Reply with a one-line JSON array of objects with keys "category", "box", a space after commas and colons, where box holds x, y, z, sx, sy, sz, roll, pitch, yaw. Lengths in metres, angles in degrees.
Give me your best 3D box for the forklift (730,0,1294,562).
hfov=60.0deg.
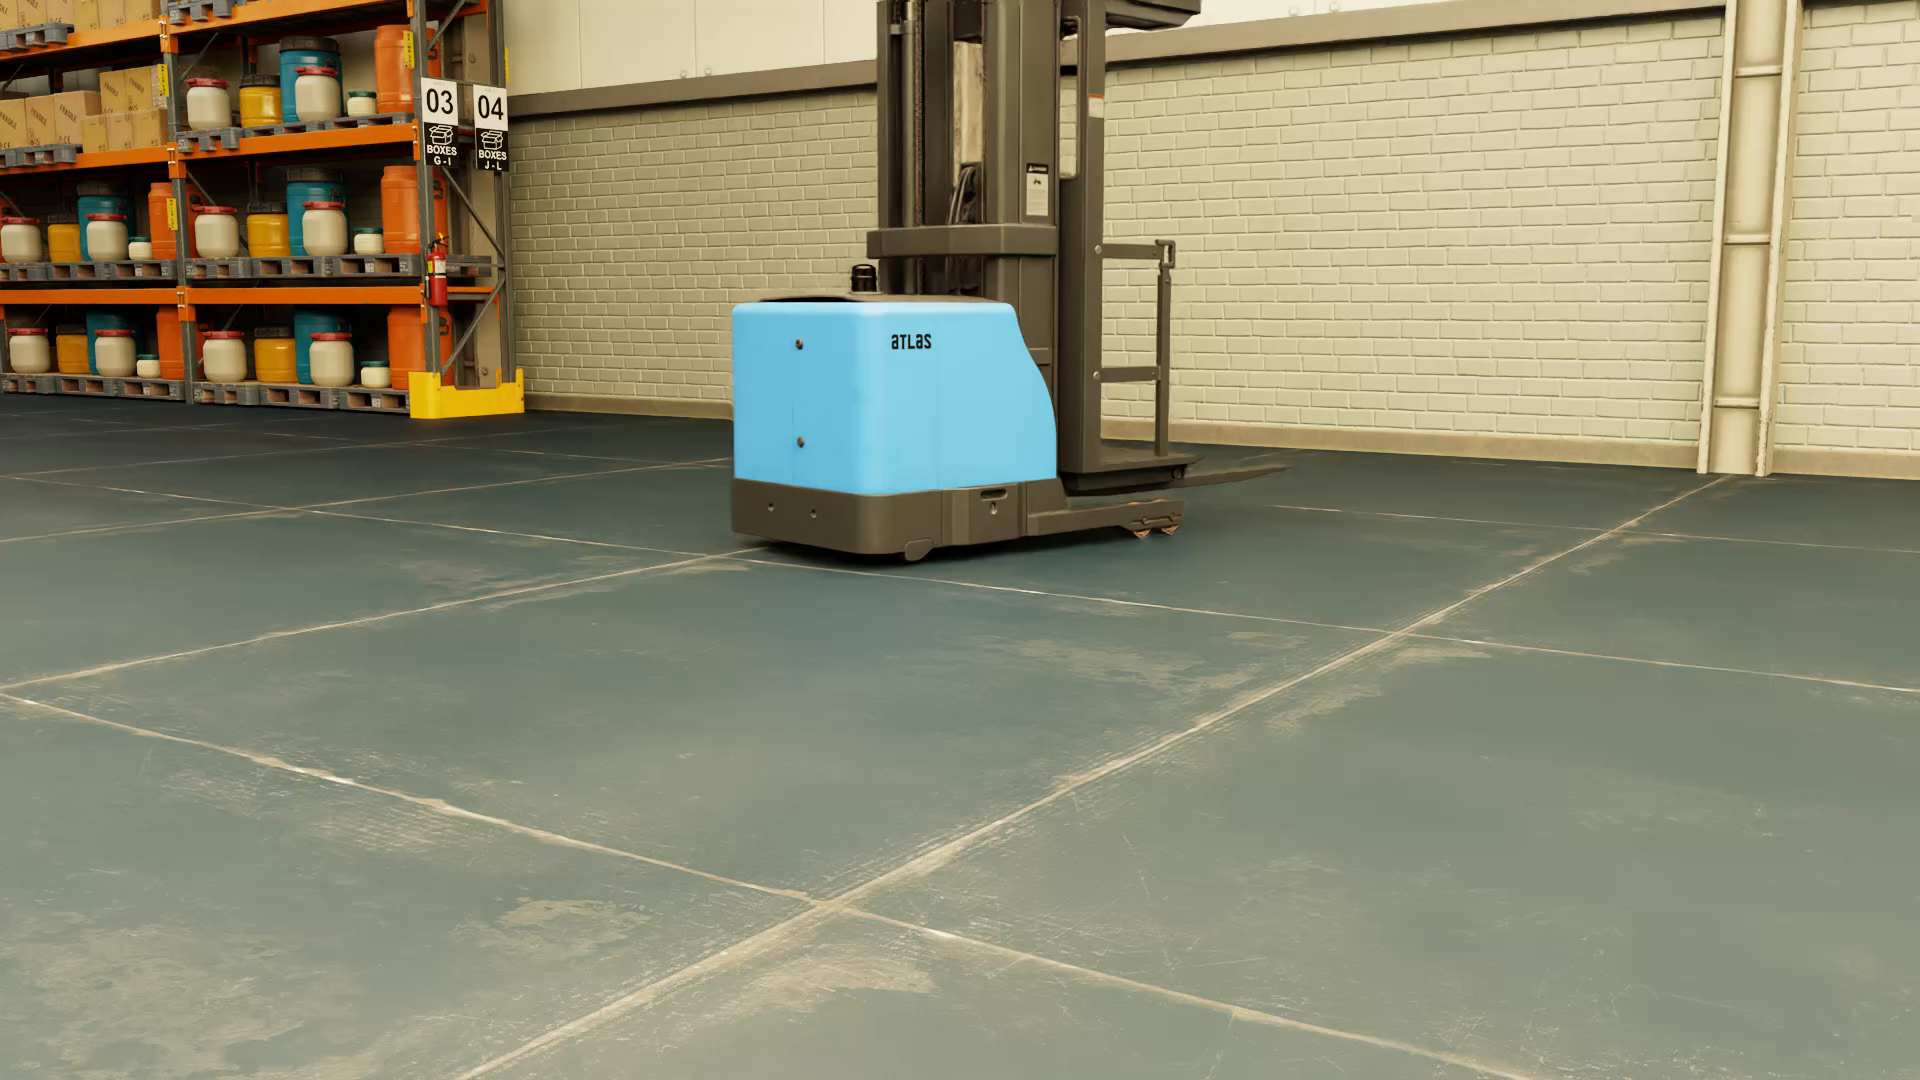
[{"category": "forklift", "box": [0.416, -1.512, 7.826, 3.031, 2.935, 1.130, -7, 11, -42]}]
